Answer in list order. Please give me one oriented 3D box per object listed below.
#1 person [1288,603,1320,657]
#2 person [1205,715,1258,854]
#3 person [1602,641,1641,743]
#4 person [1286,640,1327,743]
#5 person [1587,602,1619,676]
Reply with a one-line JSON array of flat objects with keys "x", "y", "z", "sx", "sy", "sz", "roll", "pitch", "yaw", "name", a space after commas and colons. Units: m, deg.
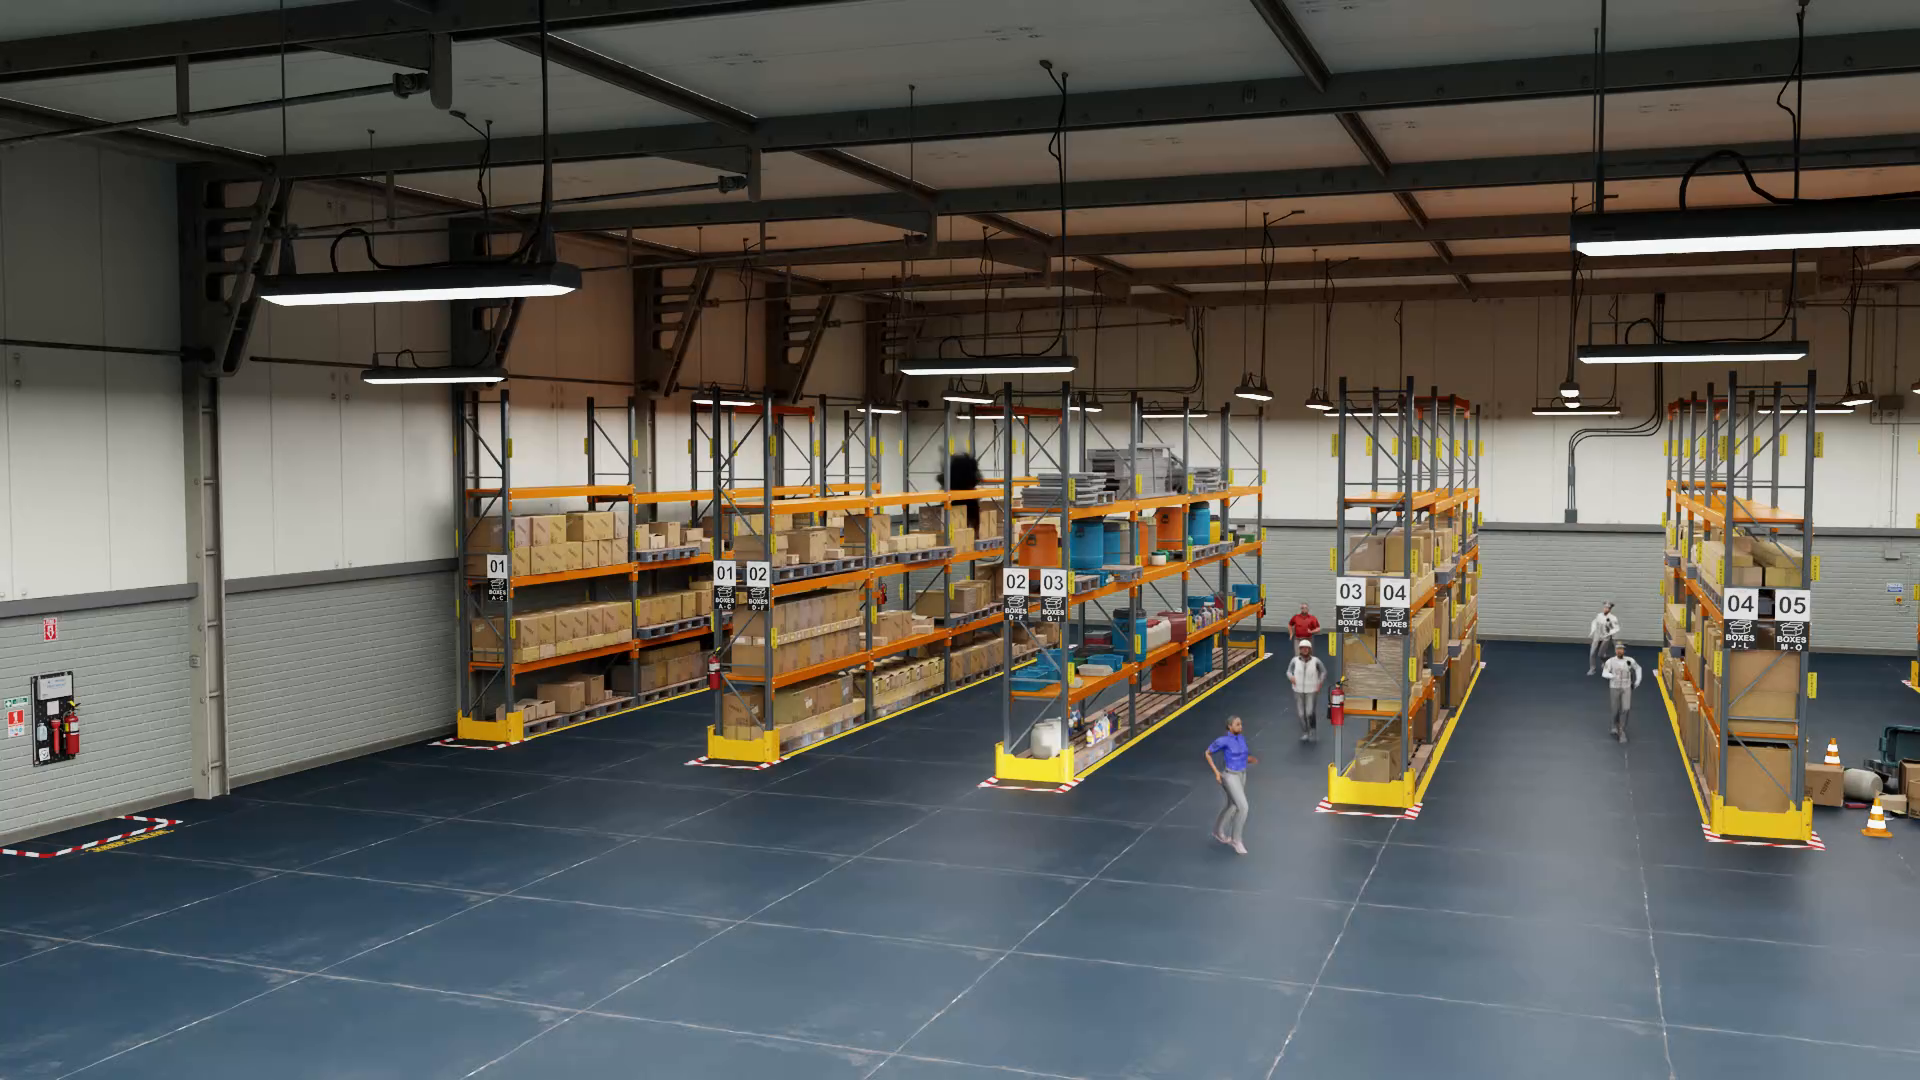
[{"x": 7.305, "y": 2.194, "z": 35.325, "sx": 0.672, "sy": 1.695, "sz": 0.953, "roll": 1, "pitch": 3, "yaw": 12, "name": "person"}, {"x": 3.406, "y": 3.039, "z": 20.726, "sx": 0.748, "sy": 1.717, "sz": 0.541, "roll": 3, "pitch": 4, "yaw": 43, "name": "person"}, {"x": 11.387, "y": 2.596, "z": 28.629, "sx": 0.620, "sy": 1.728, "sz": 0.818, "roll": 1, "pitch": 3, "yaw": 23, "name": "person"}, {"x": 5.861, "y": 2.568, "z": 28.253, "sx": 0.657, "sy": 1.748, "sz": 0.638, "roll": 1, "pitch": 3, "yaw": 22, "name": "person"}, {"x": 14.234, "y": 2.173, "z": 36.736, "sx": 0.700, "sy": 1.655, "sz": 0.658, "roll": -3, "pitch": 4, "yaw": -42, "name": "person"}]
